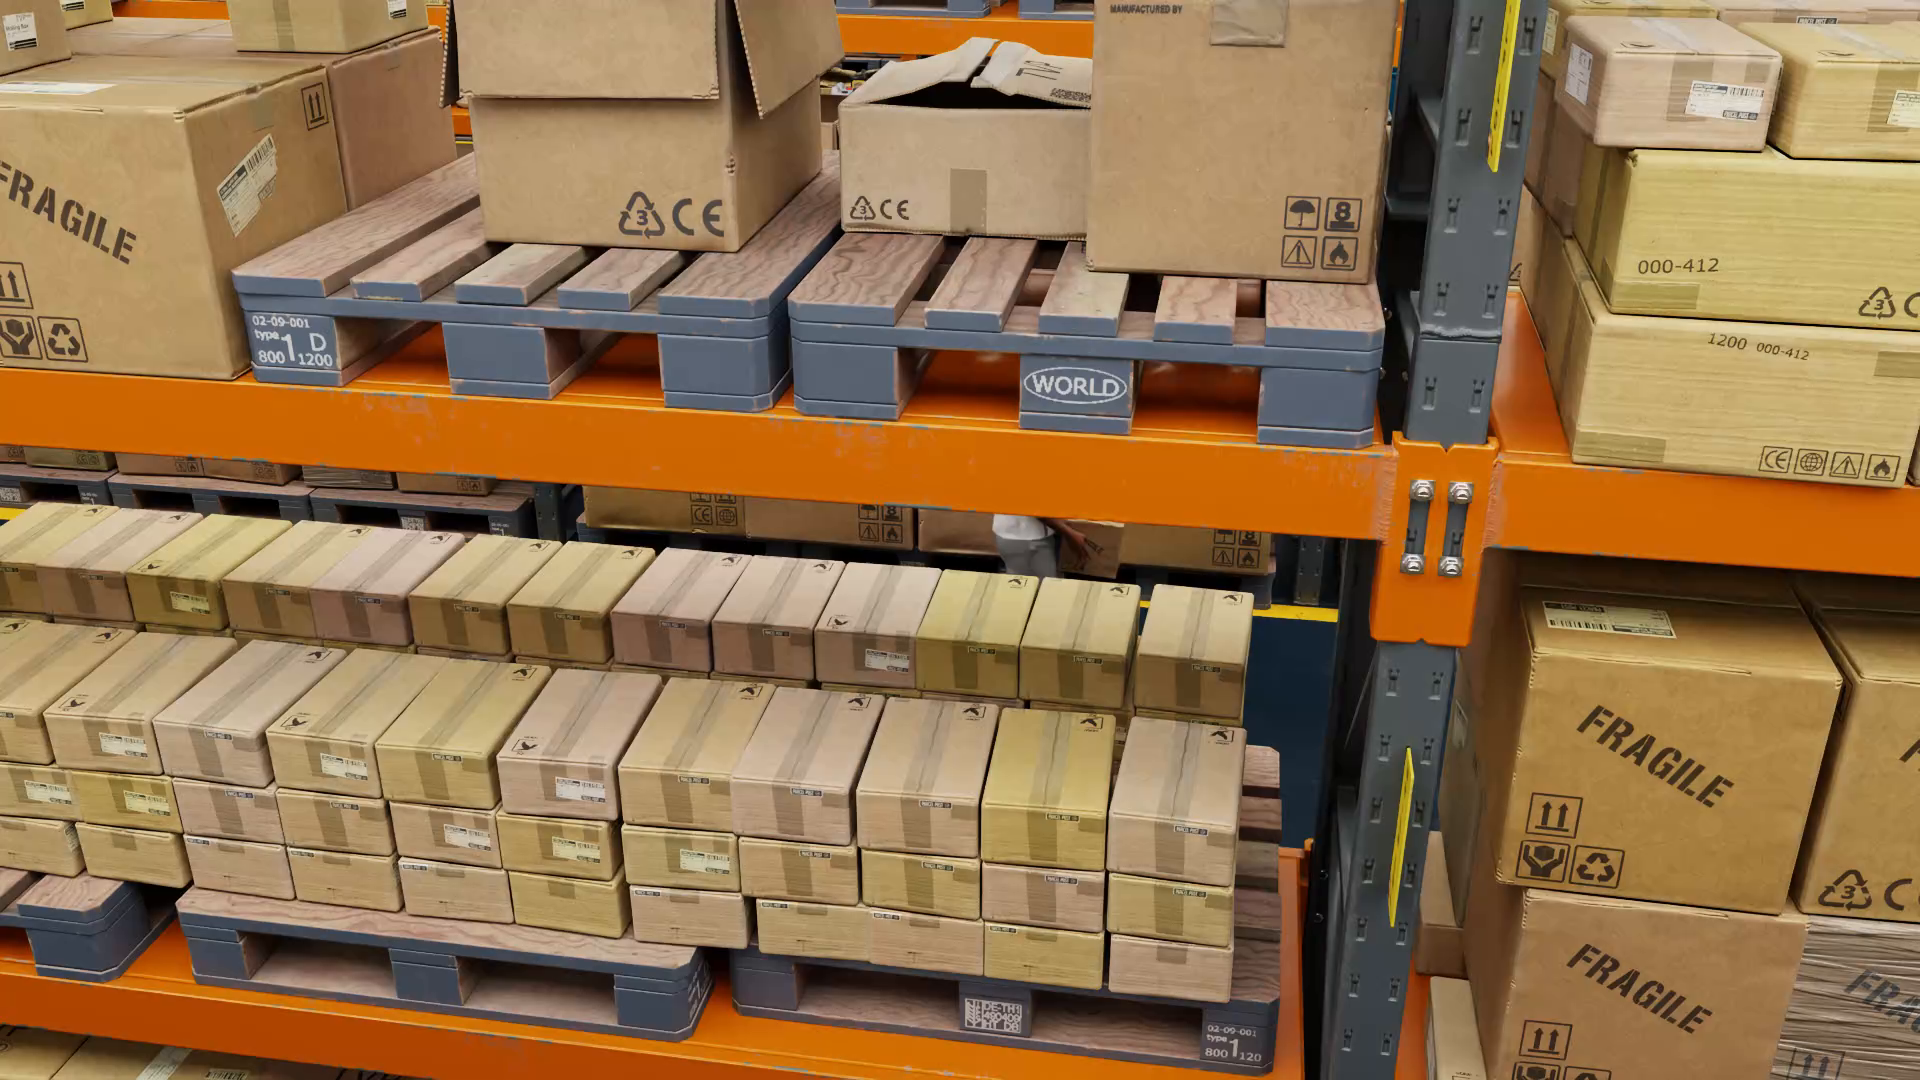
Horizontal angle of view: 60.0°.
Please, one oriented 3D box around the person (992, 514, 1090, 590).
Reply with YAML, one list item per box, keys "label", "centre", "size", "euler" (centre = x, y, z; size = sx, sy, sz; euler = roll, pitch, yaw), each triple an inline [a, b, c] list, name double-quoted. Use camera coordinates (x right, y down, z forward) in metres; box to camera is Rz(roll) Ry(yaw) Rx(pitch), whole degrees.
- label: "person"
  centre: [0.361, -0.042, 7.167]
  size: [0.442, 1.686, 0.475]
  euler: [4, 25, 8]
